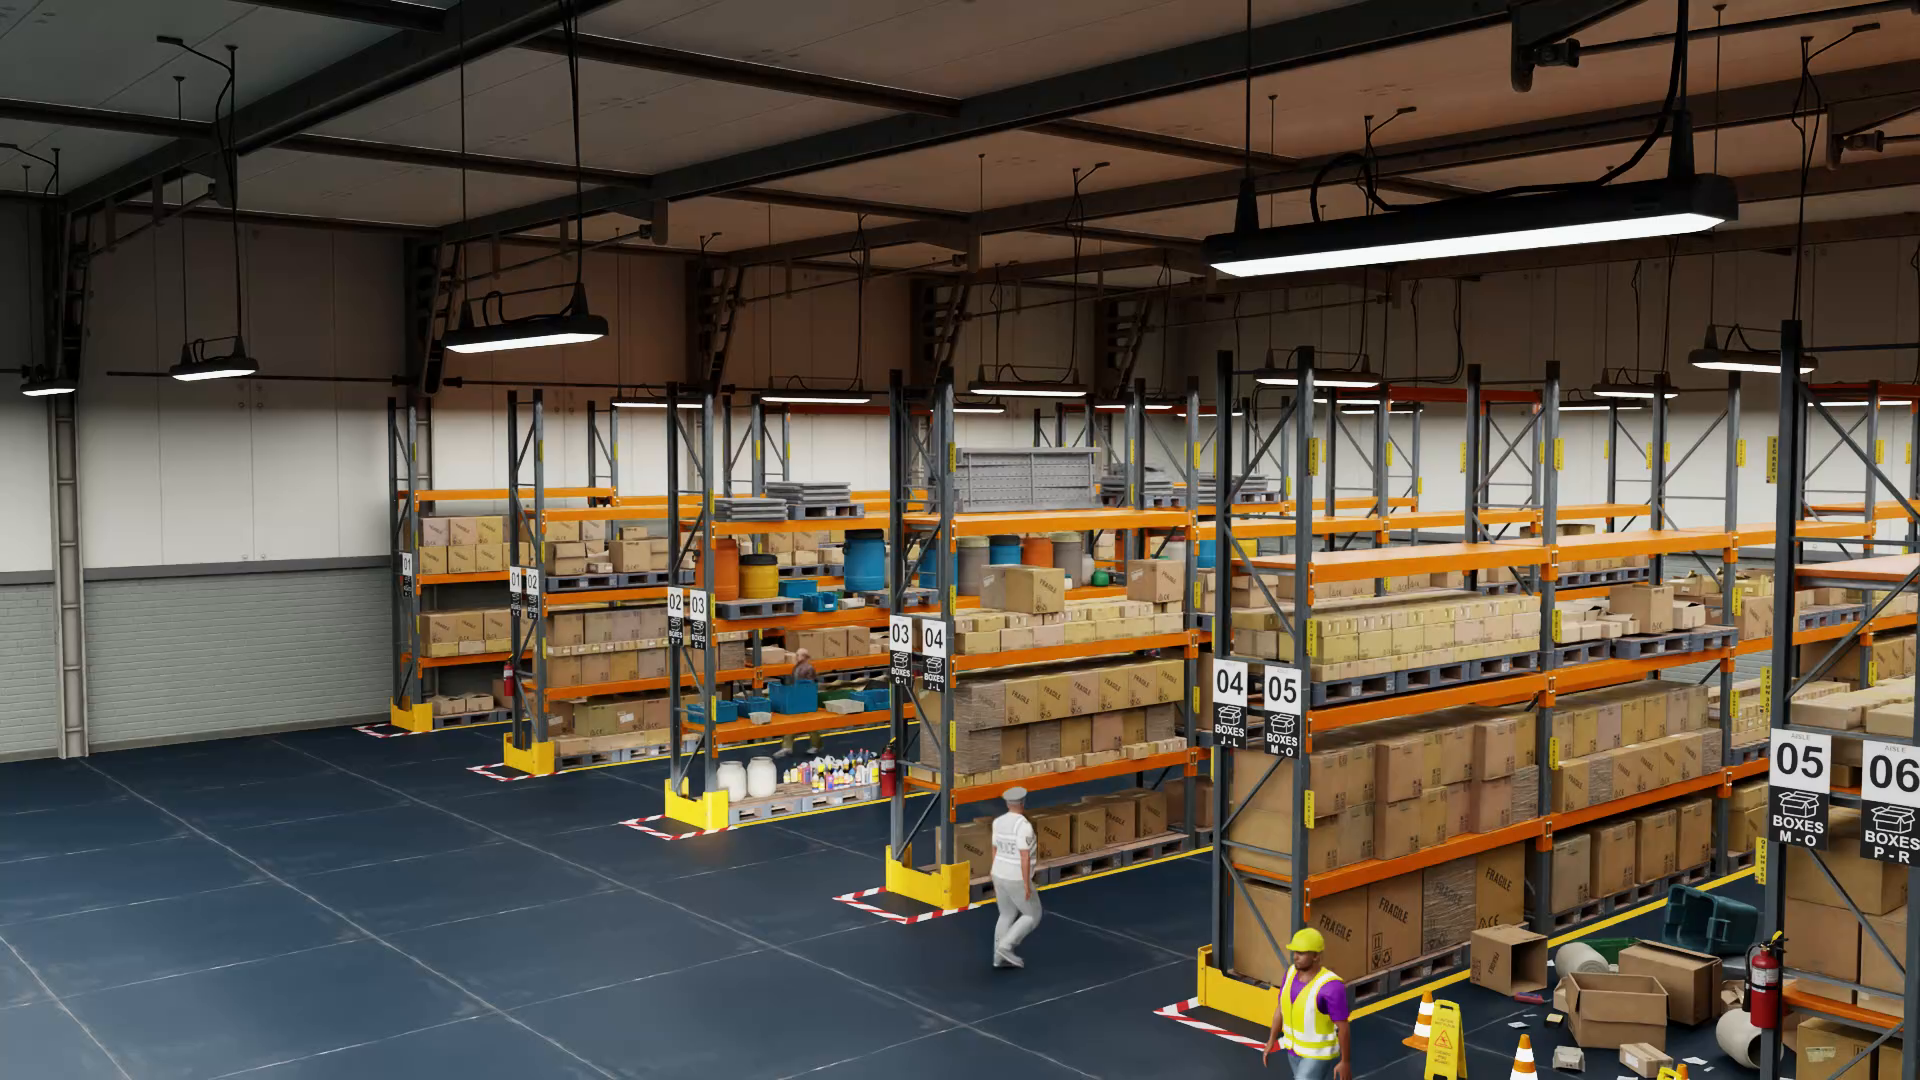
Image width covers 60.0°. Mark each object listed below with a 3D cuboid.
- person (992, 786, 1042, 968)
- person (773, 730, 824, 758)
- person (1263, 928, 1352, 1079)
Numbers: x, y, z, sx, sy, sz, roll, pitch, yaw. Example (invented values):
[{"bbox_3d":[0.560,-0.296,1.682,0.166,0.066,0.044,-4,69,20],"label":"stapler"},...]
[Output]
[{"bbox_3d":[0.500,3.324,16.331,0.493,1.757,0.570,-2,4,-30],"label":"person"},{"bbox_3d":[-2.659,3.019,27.422,0.910,1.061,0.388,-3,4,-41],"label":"person"},{"bbox_3d":[2.417,3.257,11.656,0.447,1.065,0.600,-2,4,-24],"label":"person"}]
